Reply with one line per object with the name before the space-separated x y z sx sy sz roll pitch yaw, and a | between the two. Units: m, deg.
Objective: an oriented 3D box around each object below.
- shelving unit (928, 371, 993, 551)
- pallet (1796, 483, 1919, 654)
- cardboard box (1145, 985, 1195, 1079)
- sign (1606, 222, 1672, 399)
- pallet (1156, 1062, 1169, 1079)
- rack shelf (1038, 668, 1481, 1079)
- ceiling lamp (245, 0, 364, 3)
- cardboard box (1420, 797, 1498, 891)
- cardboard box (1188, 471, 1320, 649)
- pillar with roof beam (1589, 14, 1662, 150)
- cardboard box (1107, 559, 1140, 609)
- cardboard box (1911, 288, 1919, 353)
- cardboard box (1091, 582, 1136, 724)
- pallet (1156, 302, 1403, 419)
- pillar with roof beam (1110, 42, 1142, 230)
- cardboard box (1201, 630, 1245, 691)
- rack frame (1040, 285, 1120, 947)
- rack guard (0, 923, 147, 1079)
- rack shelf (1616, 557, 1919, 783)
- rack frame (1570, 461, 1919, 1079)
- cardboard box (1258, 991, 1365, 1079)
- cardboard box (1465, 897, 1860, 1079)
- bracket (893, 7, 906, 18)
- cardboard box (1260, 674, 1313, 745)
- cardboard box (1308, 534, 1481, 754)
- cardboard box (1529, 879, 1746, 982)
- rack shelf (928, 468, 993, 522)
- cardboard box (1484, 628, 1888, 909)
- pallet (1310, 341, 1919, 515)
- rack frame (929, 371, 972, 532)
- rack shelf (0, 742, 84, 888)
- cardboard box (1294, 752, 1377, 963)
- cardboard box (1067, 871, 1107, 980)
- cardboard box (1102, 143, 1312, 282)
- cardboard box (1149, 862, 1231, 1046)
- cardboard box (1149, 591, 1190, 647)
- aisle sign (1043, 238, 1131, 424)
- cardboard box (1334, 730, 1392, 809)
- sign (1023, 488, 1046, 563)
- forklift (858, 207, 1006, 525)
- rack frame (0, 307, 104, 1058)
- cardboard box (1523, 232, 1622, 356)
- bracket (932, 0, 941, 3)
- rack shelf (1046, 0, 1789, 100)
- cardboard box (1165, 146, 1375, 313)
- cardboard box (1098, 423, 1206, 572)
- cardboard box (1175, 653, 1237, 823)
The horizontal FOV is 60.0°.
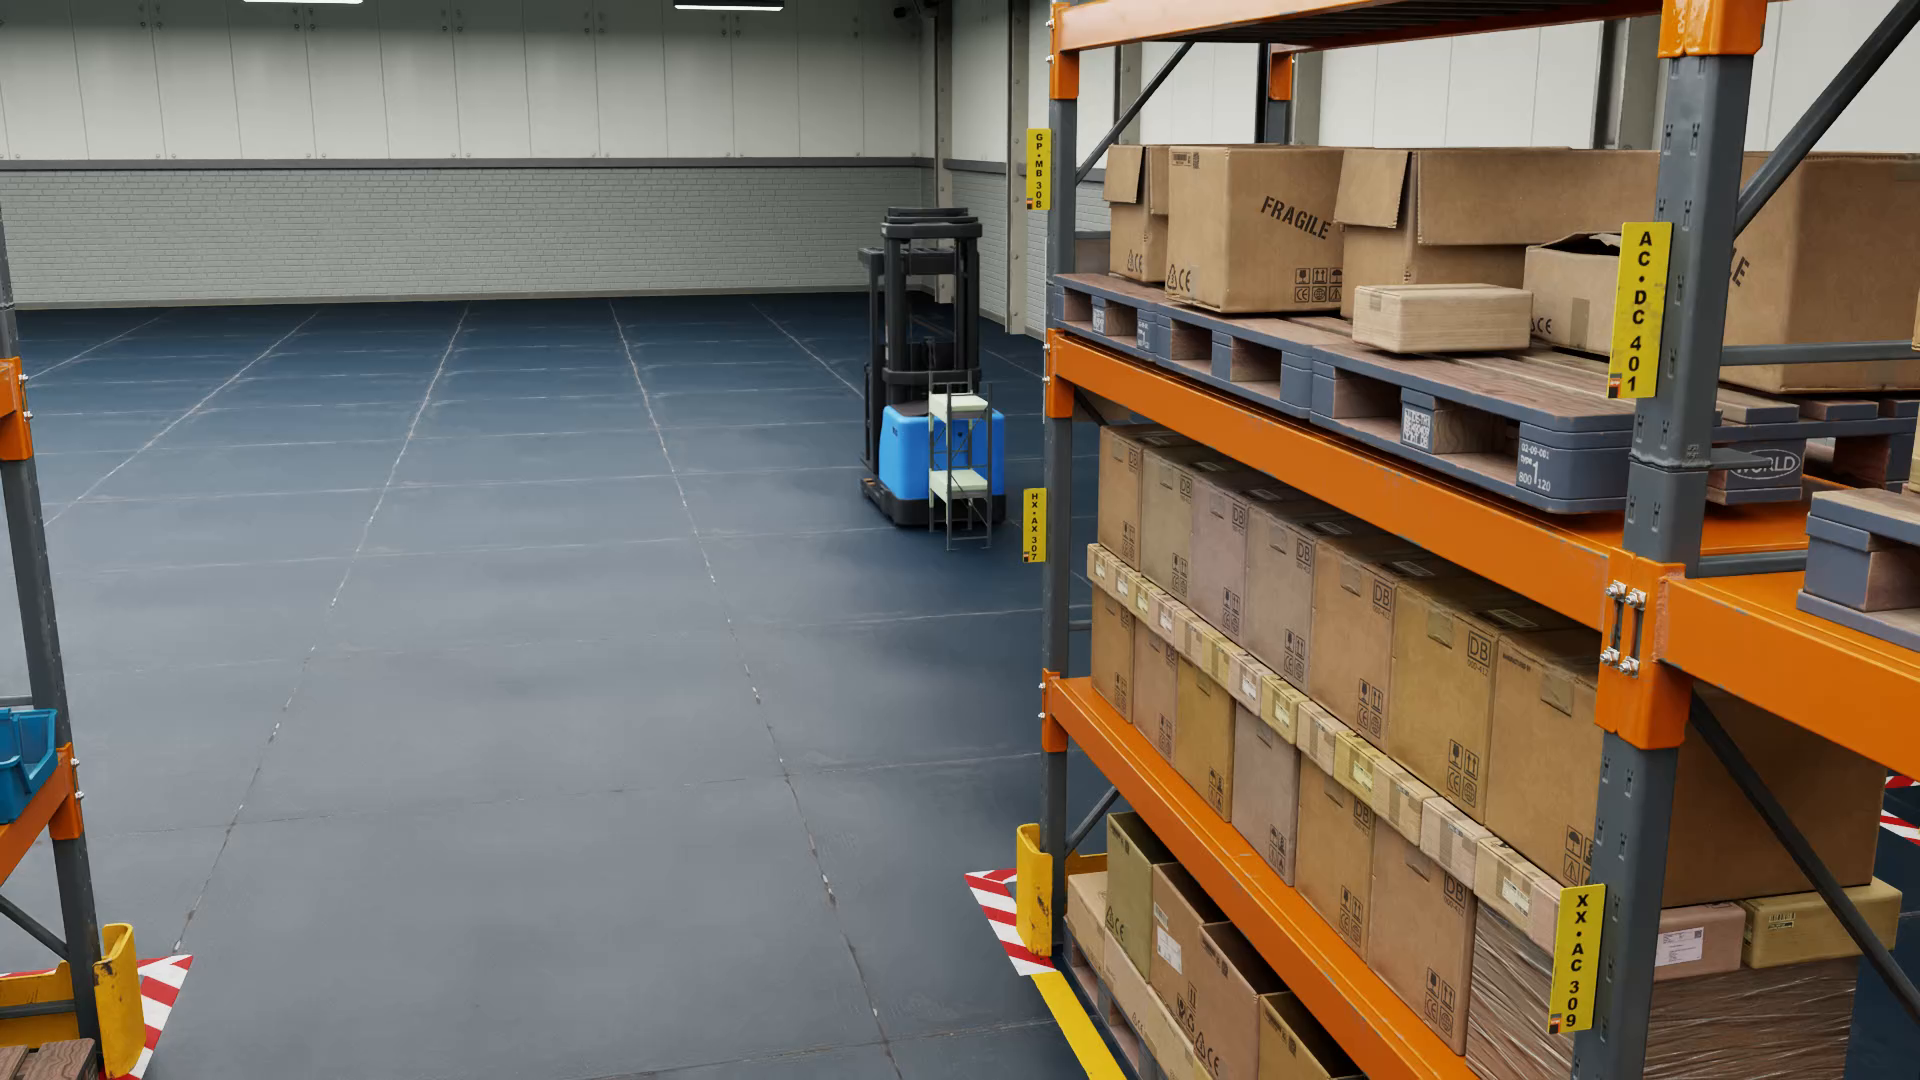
shelving unit | -0.001 -0.729 15.074 0.431 1.500 0.755 -3 14 -13
pallet | 2.024 0.128 2.490 0.805 0.209 1.217 -4 14 -15
cardboard box | 1.012 1.865 6.206 0.500 0.250 0.500 -3 14 -13
sign | 1.265 -0.426 3.099 0.100 0.325 0.005 -3 14 -13
pallet | 1.368 2.176 5.899 1.003 0.211 1.213 -3 14 -13
rack shelf | 1.334 1.177 5.627 1.077 0.370 4.000 -3 14 -13
ceiling lamp | -11.410 -10.891 28.568 2.000 3.185 0.800 -3 14 -13
cardboard box | 1.412 0.757 4.253 0.380 0.149 0.250 -4 14 -15
cardboard box | 1.222 0.045 5.800 0.700 0.500 0.500 -3 14 -13
pillar with roof beam | 1.090 -3.856 12.072 9.100 9.000 0.400 -3 14 -13
cardboard box | 0.812 0.166 6.673 0.380 0.149 0.250 -4 14 -15
cardboard box | 1.911 -0.519 2.585 0.500 0.500 0.500 -3 14 -13
cardboard box | 0.962 0.426 6.975 0.700 0.500 0.500 -3 14 -13
pallet | 1.296 -0.601 5.257 1.003 0.211 1.213 -3 14 -13
pillar with roof beam | -1.728 -6.624 23.403 9.100 9.000 0.400 -3 14 -13
cardboard box | 1.052 0.402 5.706 0.380 0.149 0.250 -3 14 -14
rack frame | 0.865 0.366 7.430 1.000 3.000 0.127 -3 14 -13
rack guard | -3.887 1.871 6.539 1.175 0.500 0.348 -3 14 -13
rack shelf | 2.274 0.643 1.494 1.077 0.370 4.000 -3 14 -13
rack frame | 1.804 1.289 3.653 1.000 3.000 0.127 -3 14 -13
cardboard box | 1.255 1.731 5.175 0.500 0.500 0.500 -3 14 -13
cardboard box | 1.694 1.138 4.059 0.700 0.500 0.500 -4 14 -15
bracket | -1.361 -12.004 37.838 0.235 0.232 0.430 -3 14 -13
cardboard box | 1.170 0.520 5.222 0.380 0.149 0.250 -3 14 -11
cardboard box | 1.457 0.276 4.855 0.700 0.500 0.500 -3 14 -13
cardboard box | 1.532 0.875 3.772 0.380 0.149 0.250 -3 14 -13
rack shelf | -0.001 -0.412 15.152 0.431 0.370 0.720 -3 14 -13
cardboard box | 1.694 0.508 3.905 0.700 0.500 0.500 -3 14 -13
pallet | 1.579 -0.320 4.107 1.003 0.211 1.213 -3 14 -13
rack frame | -0.086 -0.814 15.420 0.400 1.500 0.023 -3 14 -13
rack shelf | -3.481 1.452 4.501 1.077 0.370 4.000 -3 14 -13
cardboard box | 1.450 0.901 5.030 0.700 0.500 0.500 -3 14 -12
cardboard box | 0.774 1.634 7.150 0.500 0.250 0.500 -3 14 -13
cardboard box | 0.996 -1.280 6.452 0.797 0.503 0.637 -2 14 -9
cardboard box | 1.024 1.500 6.120 0.500 0.500 0.500 -3 14 -13
cardboard box | 0.926 0.282 6.199 0.380 0.149 0.250 -4 14 -14
aisle sign | 0.551 -0.895 7.114 0.394 0.787 0.004 -3 14 -13
cardboard box | 1.295 0.640 4.734 0.380 0.149 0.250 -3 14 -13
sign | 0.324 -0.063 7.197 0.100 0.325 0.005 -3 14 -13
forklift | -0.405 -1.866 16.711 1.130 2.935 3.031 -3 14 -13
rack frame | -3.951 0.642 6.304 1.000 3.000 0.127 -3 14 -13
cardboard box | 1.815 -0.652 4.287 0.500 0.311 0.500 -4 14 -16
bracket | -0.004 -10.671 32.383 0.076 0.066 4.783 -3 14 -13
rack shelf | 1.334 -1.543 4.963 1.077 0.370 4.000 -3 14 -13
cardboard box | 0.989 -1.013 5.366 0.500 0.500 0.500 -3 14 -13
cardboard box | 0.974 -0.192 6.771 0.700 0.500 0.500 -3 14 -13
cardboard box | 1.201 0.662 6.010 0.700 0.500 0.500 -3 14 -13
